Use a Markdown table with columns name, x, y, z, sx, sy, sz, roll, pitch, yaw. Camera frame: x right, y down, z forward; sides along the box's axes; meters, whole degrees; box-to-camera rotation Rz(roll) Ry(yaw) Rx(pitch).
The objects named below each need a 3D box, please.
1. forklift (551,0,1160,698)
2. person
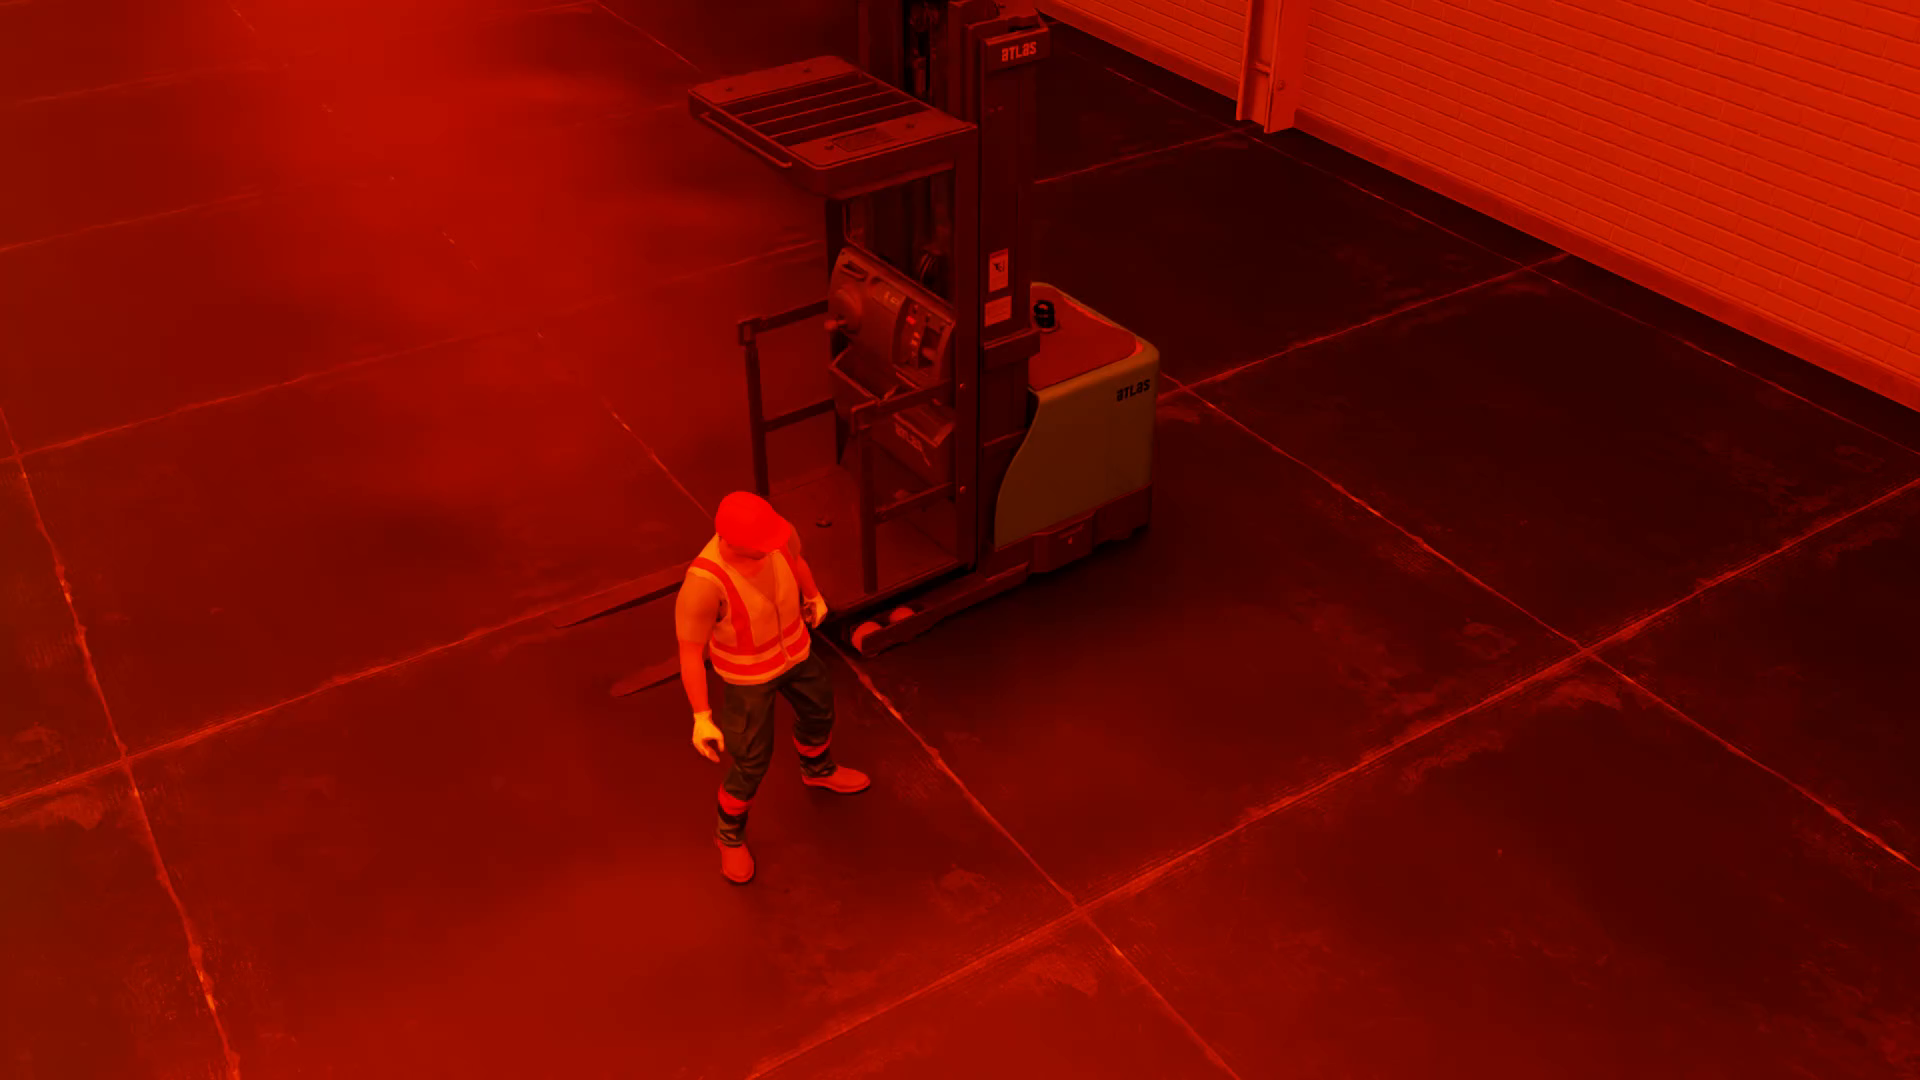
| name | x | y | z | sx | sy | sz | roll | pitch | yaw |
| --- | --- | --- | --- | --- | --- | --- | --- | --- | --- |
| forklift | -0.491 | -0.989 | 7.556 | 3.031 | 2.935 | 1.130 | -23 | 41 | -29 |
| person | -0.752 | 0.500 | 6.470 | 0.412 | 1.743 | 0.892 | 26 | 43 | 32 |
